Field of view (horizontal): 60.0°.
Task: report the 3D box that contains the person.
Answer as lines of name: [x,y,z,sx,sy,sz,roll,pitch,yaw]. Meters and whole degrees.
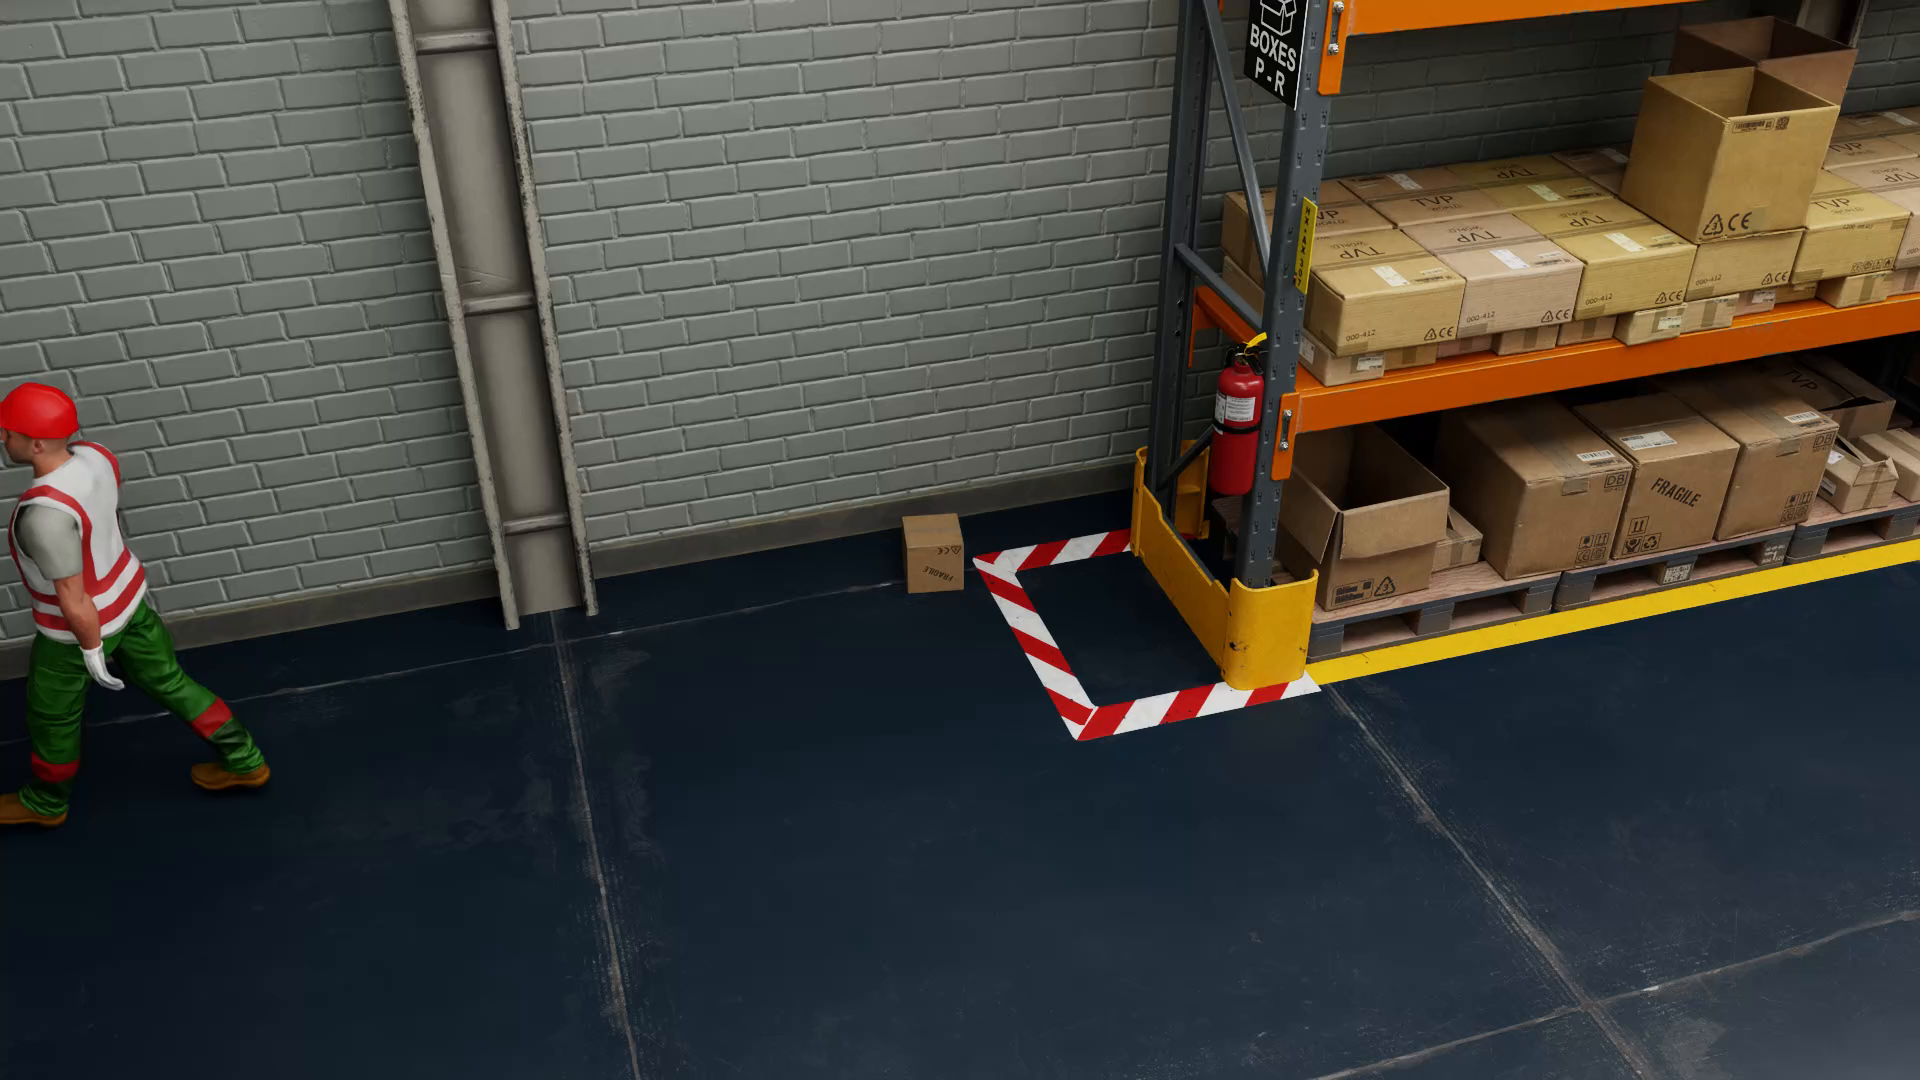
person: [-3.093,0.238,5.768,0.978,1.746,0.538,1,34,2]
